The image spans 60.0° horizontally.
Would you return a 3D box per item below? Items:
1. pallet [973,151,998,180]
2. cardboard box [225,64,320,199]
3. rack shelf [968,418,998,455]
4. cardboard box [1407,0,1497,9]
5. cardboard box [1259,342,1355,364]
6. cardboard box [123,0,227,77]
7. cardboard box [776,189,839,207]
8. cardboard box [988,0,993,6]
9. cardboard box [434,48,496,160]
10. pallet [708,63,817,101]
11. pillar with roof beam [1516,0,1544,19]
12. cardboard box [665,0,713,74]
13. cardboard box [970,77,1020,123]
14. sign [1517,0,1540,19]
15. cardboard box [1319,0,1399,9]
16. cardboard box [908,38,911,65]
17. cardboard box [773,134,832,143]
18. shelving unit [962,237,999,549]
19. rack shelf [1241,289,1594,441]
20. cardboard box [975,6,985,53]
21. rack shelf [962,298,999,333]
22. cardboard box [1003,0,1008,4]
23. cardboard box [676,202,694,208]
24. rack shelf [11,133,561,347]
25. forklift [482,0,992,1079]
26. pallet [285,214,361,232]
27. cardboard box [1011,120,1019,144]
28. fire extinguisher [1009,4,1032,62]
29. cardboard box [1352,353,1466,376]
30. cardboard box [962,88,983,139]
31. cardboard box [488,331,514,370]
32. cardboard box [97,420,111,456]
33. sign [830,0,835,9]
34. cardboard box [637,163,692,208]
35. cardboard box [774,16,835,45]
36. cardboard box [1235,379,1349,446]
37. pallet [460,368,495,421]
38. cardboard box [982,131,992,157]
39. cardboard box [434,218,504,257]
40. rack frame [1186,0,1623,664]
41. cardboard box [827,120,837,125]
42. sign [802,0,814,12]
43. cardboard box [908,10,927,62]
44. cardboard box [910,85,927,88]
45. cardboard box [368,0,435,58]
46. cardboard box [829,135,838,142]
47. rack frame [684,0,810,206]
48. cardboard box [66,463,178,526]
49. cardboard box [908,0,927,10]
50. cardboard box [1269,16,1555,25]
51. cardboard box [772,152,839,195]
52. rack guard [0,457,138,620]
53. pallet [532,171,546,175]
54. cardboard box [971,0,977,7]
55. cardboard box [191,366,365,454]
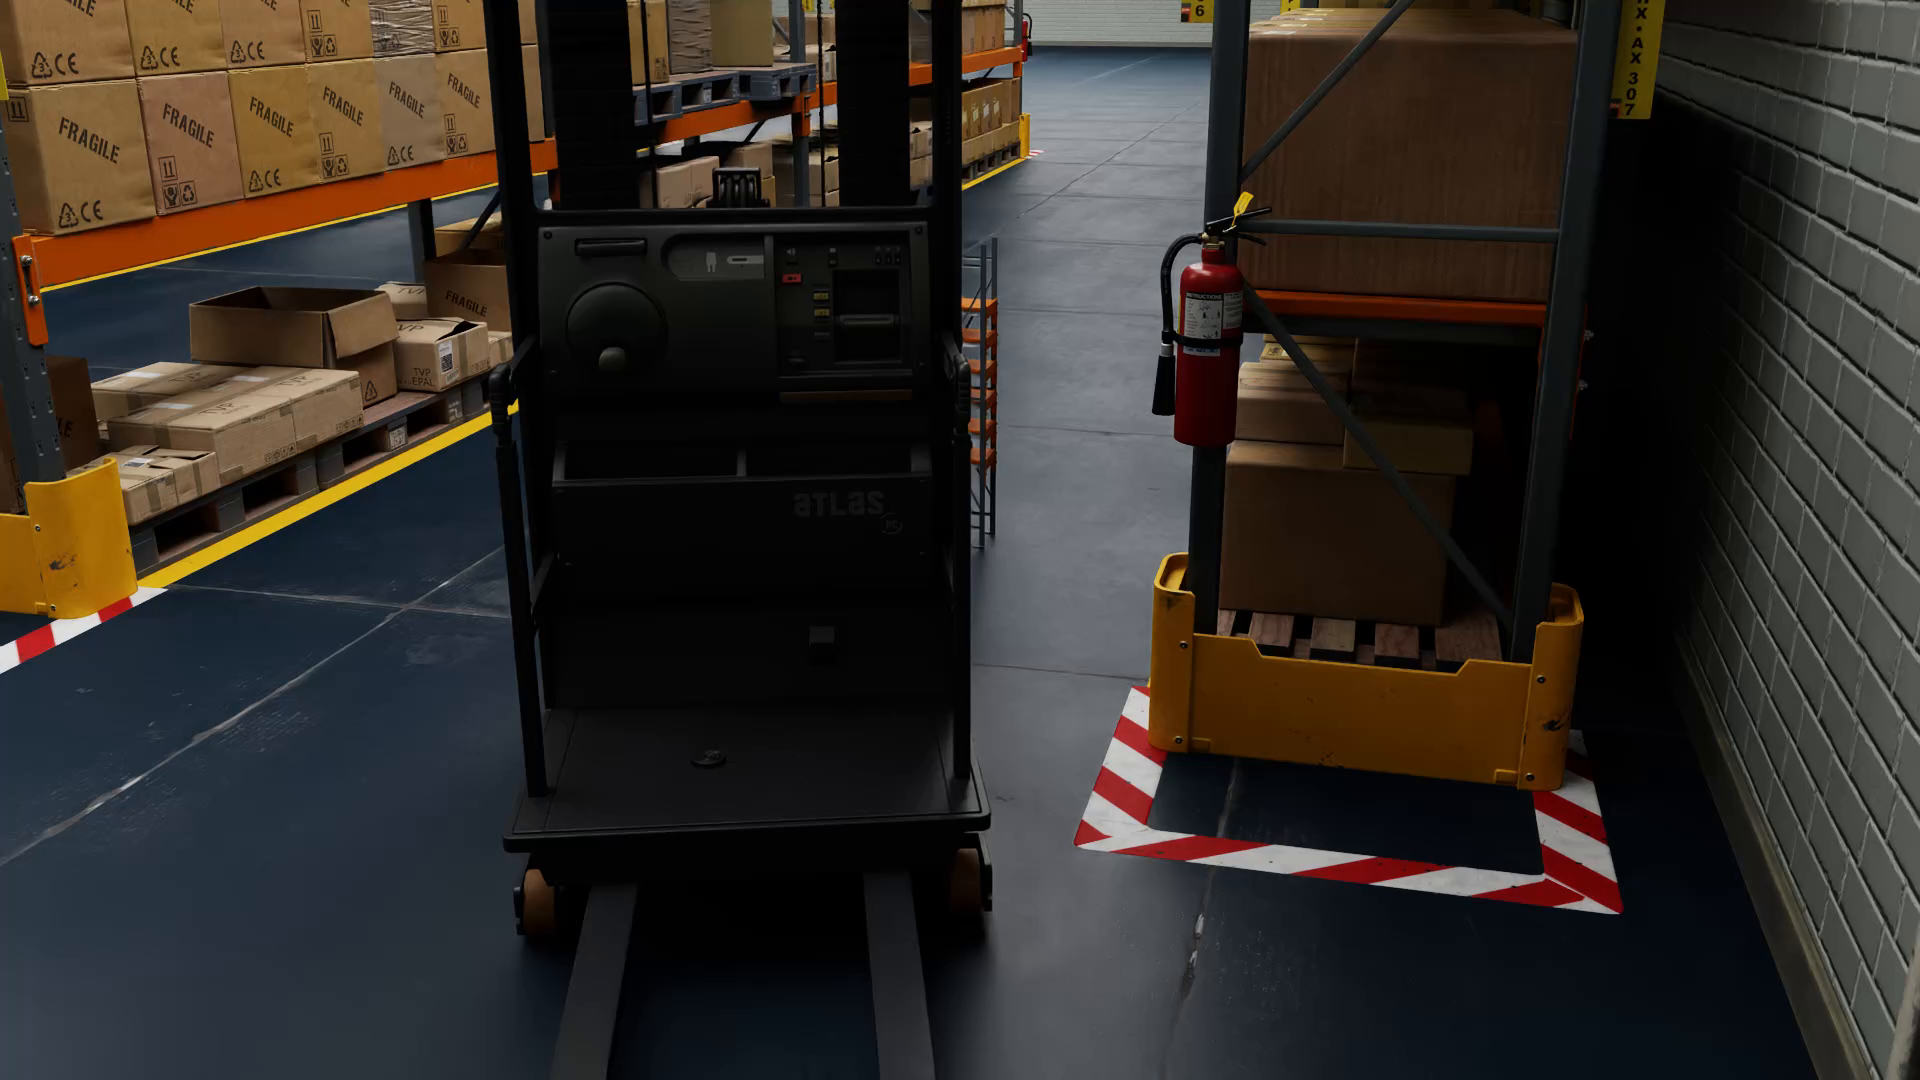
[{"bbox_3d":[-0.182,-4.282,18.896,1.003,0.211,1.213,5,19,13],"label":"pallet"},{"bbox_3d":[-3.035,-1.695,6.856,0.500,0.500,0.500,5,19,13],"label":"cardboard box"},{"bbox_3d":[0.004,-0.417,6.560,0.258,0.103,0.180,5,19,13],"label":"rack shelf"},{"bbox_3d":[2.501,-2.750,8.293,0.500,0.250,0.500,5,20,15],"label":"cardboard box"},{"bbox_3d":[1.601,-0.546,6.862,0.700,0.500,0.500,5,20,15],"label":"cardboard box"},{"bbox_3d":[-3.161,-2.014,6.241,0.500,0.500,0.500,5,19,14],"label":"cardboard box"},{"bbox_3d":[-1.278,-2.756,13.721,0.500,0.250,0.500,5,19,13],"label":"cardboard box"},{"bbox_3d":[0.167,-6.204,19.052,0.380,0.149,0.250,5,19,14],"label":"cardboard box"},{"bbox_3d":[-2.666,-2.173,8.254,0.500,0.500,0.500,5,20,15],"label":"cardboard box"},{"bbox_3d":[-1.788,-3.409,12.325,1.213,0.211,1.003,5,19,13],"label":"pallet"},{"bbox_3d":[0.096,-6.846,12.809,9.100,9.000,0.400,5,19,13],"label":"pillar with roof beam"},{"bbox_3d":[-2.144,-3.486,11.449,0.700,0.500,0.500,9,21,24],"label":"cardboard box"},{"bbox_3d":[0.421,-5.286,19.968,0.500,0.500,0.500,5,19,13],"label":"cardboard box"},{"bbox_3d":[2.675,-2.478,7.840,0.100,0.325,0.005,5,19,13],"label":"sign"},{"bbox_3d":[2.003,-2.793,8.419,0.500,0.250,0.500,5,20,15],"label":"cardboard box"},{"bbox_3d":[-0.791,-4.743,16.165,0.500,0.250,0.500,6,20,17],"label":"cardboard box"},{"bbox_3d":[-1.430,-3.543,15.156,0.500,0.311,0.500,5,20,15],"label":"cardboard box"},{"bbox_3d":[0.004,-0.572,6.507,0.258,1.200,0.189,5,19,13],"label":"shelving unit"},{"bbox_3d":[1.648,-1.107,6.401,1.077,0.370,4.000,5,19,13],"label":"rack shelf"},{"bbox_3d":[-0.113,-5.807,18.894,0.700,0.500,0.500,5,19,14],"label":"cardboard box"},{"bbox_3d":[0.004,-0.871,6.405,0.258,0.103,0.180,5,19,13],"label":"rack shelf"},{"bbox_3d":[0.355,-6.445,19.757,0.380,0.149,0.250,4,19,12],"label":"cardboard box"},{"bbox_3d":[-2.065,-1.946,10.931,0.500,0.500,0.500,5,19,14],"label":"cardboard box"},{"bbox_3d":[-3.157,-1.497,7.542,1.077,0.370,4.000,5,19,13],"label":"rack shelf"},{"bbox_3d":[-0.514,-0.561,3.795,1.130,2.935,3.031,-2,19,-5],"label":"forklift"},{"bbox_3d":[-6.266,-3.030,15.233,1.003,0.211,1.213,5,19,13],"label":"pallet"},{"bbox_3d":[0.419,-4.932,20.089,0.500,0.250,0.500,5,19,13],"label":"cardboard box"},{"bbox_3d":[0.743,-6.189,20.287,0.296,0.674,0.183,5,19,13],"label":"fire extinguisher"},{"bbox_3d":[1.581,-0.553,5.879,0.380,0.149,0.250,5,19,14],"label":"cardboard box"},{"bbox_3d":[-0.052,-4.658,18.129,0.500,0.500,0.500,5,19,13],"label":"cardboard box"},{"bbox_3d":[-2.566,-1.000,8.705,0.380,0.149,0.250,5,19,13],"label":"cardboard box"},{"bbox_3d":[-3.565,-0.388,6.884,0.380,0.166,0.250,5,19,13],"label":"cardboard box"},{"bbox_3d":[-1.252,-5.462,16.577,0.100,0.325,0.005,5,19,13],"label":"sign"},{"bbox_3d":[-2.069,-2.290,10.778,0.500,0.250,0.500,5,19,13],"label":"cardboard box"},{"bbox_3d":[-1.297,-4.292,14.459,0.500,0.500,0.500,4,19,10],"label":"cardboard box"},{"bbox_3d":[1.088,-0.425,5.506,0.380,0.149,0.250,4,19,13],"label":"cardboard box"},{"bbox_3d":[-2.837,-0.929,9.082,1.003,0.211,1.213,5,19,13],"label":"pallet"},{"bbox_3d":[0.065,-4.460,18.710,0.500,0.250,0.500,5,19,13],"label":"cardboard box"},{"bbox_3d":[-2.825,-1.667,10.113,0.500,0.500,0.500,5,19,13],"label":"cardboard box"},{"bbox_3d":[1.159,-0.820,4.449,1.000,3.000,0.127,5,19,13],"label":"rack frame"},{"bbox_3d":[-1.056,-4.025,16.567,0.500,0.311,0.500,5,19,14],"label":"cardboard box"},{"bbox_3d":[-1.162,-4.189,12.641,0.100,0.325,0.005,5,19,13],"label":"sign"},{"bbox_3d":[-0.611,-5.159,16.995,0.700,0.500,0.500,4,19,12],"label":"cardboard box"},{"bbox_3d":[-0.452,-4.857,18.712,0.500,0.500,0.500,5,19,13],"label":"cardboard box"},{"bbox_3d":[-2.786,-2.487,7.627,0.500,0.500,0.500,5,19,14],"label":"cardboard box"},{"bbox_3d":[-0.906,-3.508,15.054,0.500,0.311,0.500,4,19,13],"label":"cardboard box"},{"bbox_3d":[-1.691,-3.718,12.932,1.000,3.000,0.127,5,19,13],"label":"rack frame"},{"bbox_3d":[-3.210,-0.174,6.285,0.380,0.149,0.250,5,19,13],"label":"cardboard box"},{"bbox_3d":[-0.460,-5.395,16.683,0.380,0.149,0.250,5,19,13],"label":"cardboard box"},{"bbox_3d":[1.636,-1.590,6.238,0.980,0.700,0.700,4,19,11],"label":"cardboard box"},{"bbox_3d":[-1.278,-3.022,13.631,0.500,0.311,0.500,5,20,15],"label":"cardboard box"},{"bbox_3d":[-3.627,-0.051,6.065,1.175,0.500,0.348,5,19,13],"label":"rack guard"},{"bbox_3d":[-5.311,-4.252,18.809,1.003,0.211,1.213,5,19,13],"label":"pallet"},{"bbox_3d":[-0.022,-5.959,18.334,0.380,0.149,0.250,4,19,13],"label":"cardboard box"},{"bbox_3d":[-2.993,-0.579,7.315,0.500,0.250,0.500,5,19,13],"label":"cardboard box"}]
